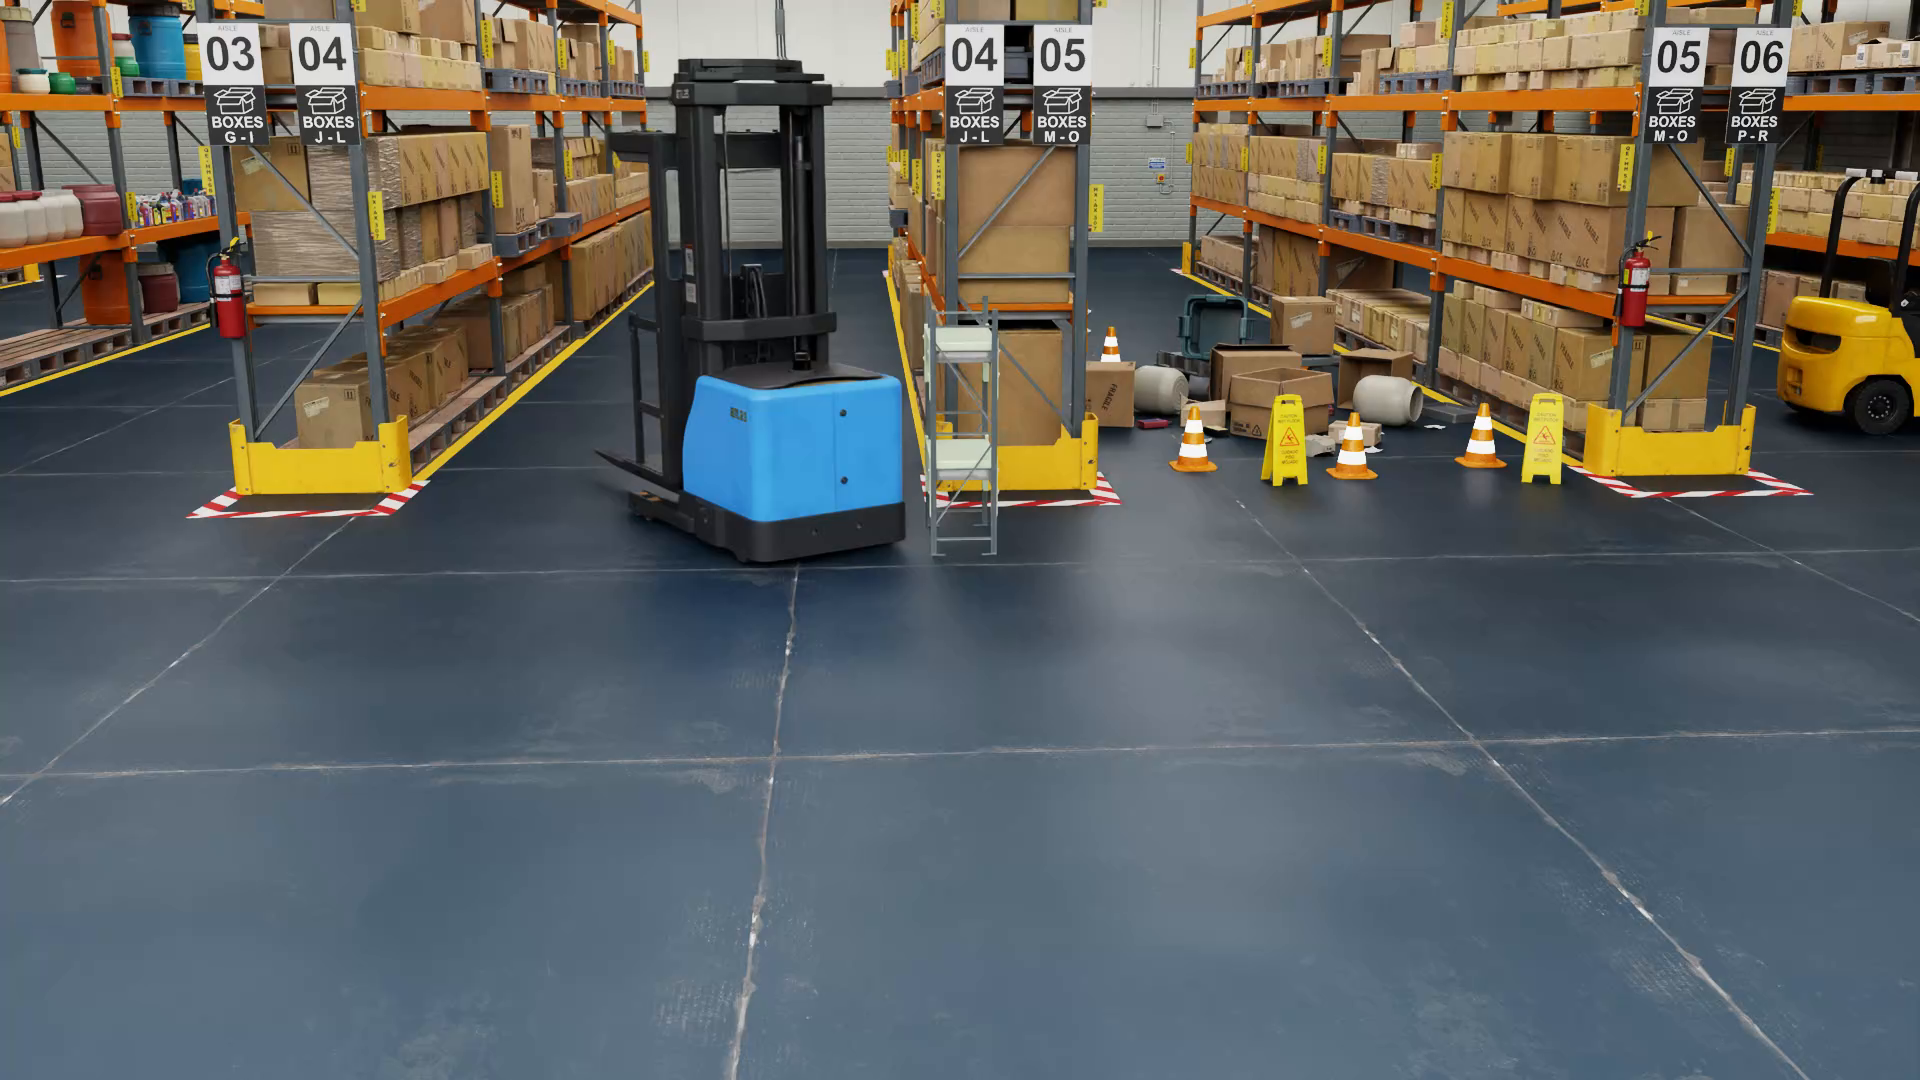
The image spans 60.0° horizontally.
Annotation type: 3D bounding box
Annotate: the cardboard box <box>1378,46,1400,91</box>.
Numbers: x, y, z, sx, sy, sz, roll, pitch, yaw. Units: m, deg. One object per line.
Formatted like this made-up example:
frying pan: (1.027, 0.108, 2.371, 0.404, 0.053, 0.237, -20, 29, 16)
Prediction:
cardboard box: (4.957, -5.071, 17.989, 0.797, 0.503, 0.637, -1, 14, -3)

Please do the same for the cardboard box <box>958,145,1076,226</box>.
cardboard box: (0.411, -2.545, 11.929, 0.875, 0.550, 0.550, -1, 14, -3)

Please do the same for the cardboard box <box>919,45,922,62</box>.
cardboard box: (-0.170, -4.338, 14.808, 0.380, 0.149, 0.250, -1, 14, -4)

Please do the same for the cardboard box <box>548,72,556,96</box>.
cardboard box: (-4.783, -5.060, 18.454, 0.500, 0.250, 0.500, -1, 14, -3)

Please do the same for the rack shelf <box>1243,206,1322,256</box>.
rack shelf: (4.710, -4.096, 21.872, 1.077, 0.370, 4.000, -1, 14, -3)

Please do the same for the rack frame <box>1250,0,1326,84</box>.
rack frame: (4.586, -7.848, 22.968, 1.000, 3.000, 0.127, -1, 14, -3)

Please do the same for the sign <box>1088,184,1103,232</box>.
sign: (0.949, -2.321, 11.631, 0.100, 0.325, 0.005, -1, 14, -3)

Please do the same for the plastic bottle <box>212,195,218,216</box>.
plastic bottle: (-9.865, -4.465, 21.961, 0.144, 0.351, 0.185, -1, 14, -3)

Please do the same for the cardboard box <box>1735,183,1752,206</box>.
cardboard box: (9.546, -4.080, 19.662, 0.500, 0.250, 0.500, -1, 14, -3)

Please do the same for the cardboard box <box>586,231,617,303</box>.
cardboard box: (-5.189, -3.583, 21.852, 1.225, 0.875, 0.875, -1, 14, -5)

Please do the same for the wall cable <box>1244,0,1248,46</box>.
wall cable: (4.455, -10.264, 32.358, 2.355, 3.000, 0.029, -1, 14, -3)

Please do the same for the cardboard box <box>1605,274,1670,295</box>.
cardboard box: (5.093, -1.926, 12.496, 0.380, 0.149, 0.250, 0, 14, -2)

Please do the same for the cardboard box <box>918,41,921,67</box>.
cardboard box: (-0.149, -4.787, 16.348, 0.500, 0.250, 0.500, -1, 14, -4)

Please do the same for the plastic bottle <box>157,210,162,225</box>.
plastic bottle: (-9.722, -3.912, 20.109, 0.097, 0.201, 0.097, 0, 14, 0)

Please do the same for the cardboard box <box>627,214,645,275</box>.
cardboard box: (-5.377, -4.574, 25.706, 0.875, 0.875, 0.875, -1, 14, -3)

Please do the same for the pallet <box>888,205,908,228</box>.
pallet: (-0.251, -3.929, 20.160, 1.213, 0.211, 1.003, -1, 14, -3)

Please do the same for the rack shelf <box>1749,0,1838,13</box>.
rack shelf: (9.911, -5.891, 17.609, 1.077, 0.370, 4.000, -1, 14, -3)

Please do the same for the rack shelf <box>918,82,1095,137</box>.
rack shelf: (0.271, -3.458, 13.370, 1.077, 0.370, 4.000, -1, 14, -3)

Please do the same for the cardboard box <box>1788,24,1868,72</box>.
cardboard box: (9.720, -5.470, 18.503, 0.700, 0.500, 0.500, -1, 14, -5)

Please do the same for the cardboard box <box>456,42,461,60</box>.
cardboard box: (-4.474, -4.168, 14.185, 0.380, 0.149, 0.250, -2, 15, -6)

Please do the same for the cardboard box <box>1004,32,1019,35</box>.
cardboard box: (0.557, -4.008, 12.725, 0.500, 0.250, 0.500, -1, 14, -4)

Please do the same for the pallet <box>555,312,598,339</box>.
pallet: (-5.031, -2.641, 20.368, 1.003, 0.211, 1.213, -1, 14, -3)

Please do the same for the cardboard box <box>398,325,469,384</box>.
cardboard box: (-4.825, -1.692, 15.258, 0.500, 0.500, 0.500, -1, 14, -5)

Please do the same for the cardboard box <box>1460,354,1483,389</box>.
cardboard box: (4.893, -1.541, 15.171, 0.500, 0.250, 0.500, 0, 14, 0)

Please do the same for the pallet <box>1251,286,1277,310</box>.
pallet: (4.709, -3.401, 23.321, 1.003, 0.211, 1.213, -1, 14, -3)

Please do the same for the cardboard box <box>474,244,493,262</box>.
cardboard box: (-4.503, -2.629, 15.229, 0.380, 0.149, 0.250, -1, 14, -3)

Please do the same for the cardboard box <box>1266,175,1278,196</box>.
cardboard box: (4.397, -4.743, 22.238, 0.500, 0.250, 0.500, -1, 14, -3)

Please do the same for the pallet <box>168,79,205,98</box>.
pallet: (-10.029, -5.599, 20.625, 1.003, 0.211, 1.213, -1, 14, -3)

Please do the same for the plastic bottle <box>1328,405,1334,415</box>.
plastic bottle: (3.290, -1.180, 14.989, 0.133, 0.061, 0.283, 2, 15, 6)

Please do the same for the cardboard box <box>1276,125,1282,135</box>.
cardboard box: (4.793, -5.935, 24.065, 0.380, 0.149, 0.250, -1, 14, -3)

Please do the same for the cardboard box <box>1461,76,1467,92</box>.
cardboard box: (4.854, -4.202, 15.321, 0.380, 0.149, 0.250, -1, 14, -4)

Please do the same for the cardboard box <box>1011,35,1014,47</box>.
cardboard box: (0.599, -3.907, 13.131, 0.380, 0.149, 0.250, -1, 14, -3)

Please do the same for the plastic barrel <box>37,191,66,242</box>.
plastic barrel: (-9.698, -3.415, 17.554, 0.421, 0.512, 0.421, 0, 14, 0)

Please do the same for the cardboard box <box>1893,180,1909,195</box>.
cardboard box: (9.796, -3.600, 16.995, 0.380, 0.149, 0.250, -1, 14, -3)

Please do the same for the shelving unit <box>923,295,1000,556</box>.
shelving unit: (0.000, -0.725, 10.333, 0.431, 1.500, 0.755, -1, 14, -3)

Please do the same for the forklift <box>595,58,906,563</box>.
forklift: (-1.567, -1.596, 10.849, 1.130, 2.935, 3.031, -9, 17, -32)

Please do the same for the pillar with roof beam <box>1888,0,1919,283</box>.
pillar with roof beam: (6.471, -6.554, 17.938, 9.100, 9.000, 0.400, -1, 14, -3)

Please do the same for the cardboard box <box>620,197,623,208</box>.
cardboard box: (-5.008, -4.812, 23.712, 0.380, 0.149, 0.250, -1, 14, -5)

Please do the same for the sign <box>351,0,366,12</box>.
sign: (-4.020, -3.689, 11.071, 0.100, 0.325, 0.005, -1, 14, -3)

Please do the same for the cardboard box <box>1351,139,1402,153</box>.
cardboard box: (5.047, -4.607, 20.203, 0.500, 0.500, 0.500, -1, 14, -5)

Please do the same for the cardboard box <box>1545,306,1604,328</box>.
cardboard box: (4.930, -1.792, 13.342, 0.380, 0.149, 0.250, 0, 14, -2)

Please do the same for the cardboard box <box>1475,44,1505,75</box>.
cardboard box: (4.877, -4.235, 14.651, 0.500, 0.250, 0.500, -1, 14, -4)

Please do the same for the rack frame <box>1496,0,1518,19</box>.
rack frame: (9.292, -8.920, 27.135, 1.000, 3.000, 0.127, -1, 14, -3)

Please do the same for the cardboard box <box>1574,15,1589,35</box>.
cardboard box: (5.029, -4.007, 12.966, 0.380, 0.149, 0.250, -1, 14, -3)

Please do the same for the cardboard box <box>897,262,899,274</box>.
cardboard box: (-0.715, -3.948, 24.132, 0.380, 0.149, 0.250, -2, 15, -6)

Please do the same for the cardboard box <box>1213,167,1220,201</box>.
cardboard box: (4.201, -5.485, 25.625, 0.500, 0.500, 0.500, 0, 14, -2)

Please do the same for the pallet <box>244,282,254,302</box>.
pallet: (-10.333, -3.545, 23.879, 1.003, 0.211, 1.213, -1, 14, -3)

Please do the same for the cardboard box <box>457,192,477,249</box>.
cardboard box: (-4.843, -2.879, 14.900, 0.875, 0.500, 0.500, -1, 14, -3)

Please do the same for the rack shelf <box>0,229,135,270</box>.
rack shelf: (-9.877, -2.872, 17.113, 1.077, 0.370, 4.000, -1, 14, -3)

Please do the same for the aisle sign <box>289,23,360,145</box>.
aisle sign: (-4.259, -3.053, 11.156, 0.394, 0.787, 0.004, -1, 14, -3)

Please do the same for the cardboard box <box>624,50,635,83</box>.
cardboard box: (-5.467, -7.408, 26.037, 0.700, 0.500, 0.500, -2, 15, -7)
